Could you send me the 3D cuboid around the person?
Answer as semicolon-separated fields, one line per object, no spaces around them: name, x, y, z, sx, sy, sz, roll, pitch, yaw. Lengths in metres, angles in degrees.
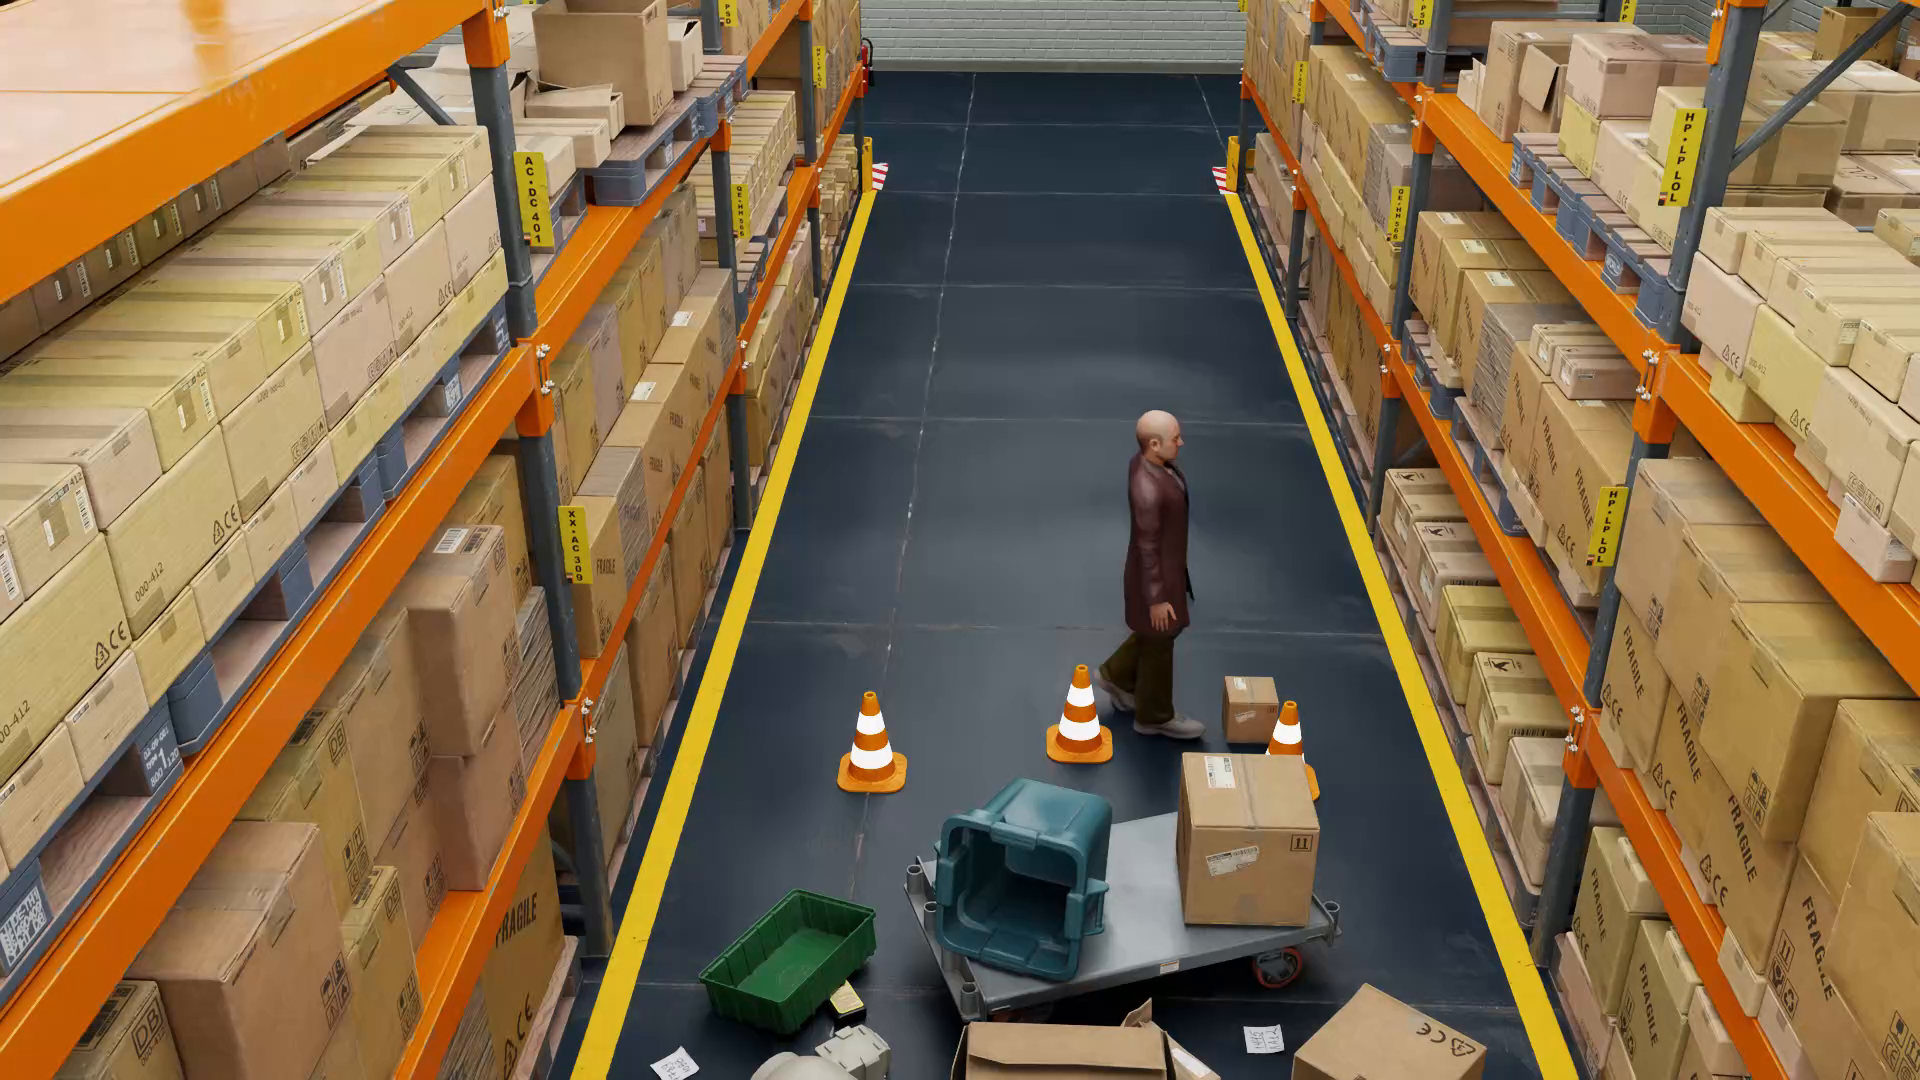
person;0.969;0.209;8.261;0.612;1.816;0.625;4;28;8
